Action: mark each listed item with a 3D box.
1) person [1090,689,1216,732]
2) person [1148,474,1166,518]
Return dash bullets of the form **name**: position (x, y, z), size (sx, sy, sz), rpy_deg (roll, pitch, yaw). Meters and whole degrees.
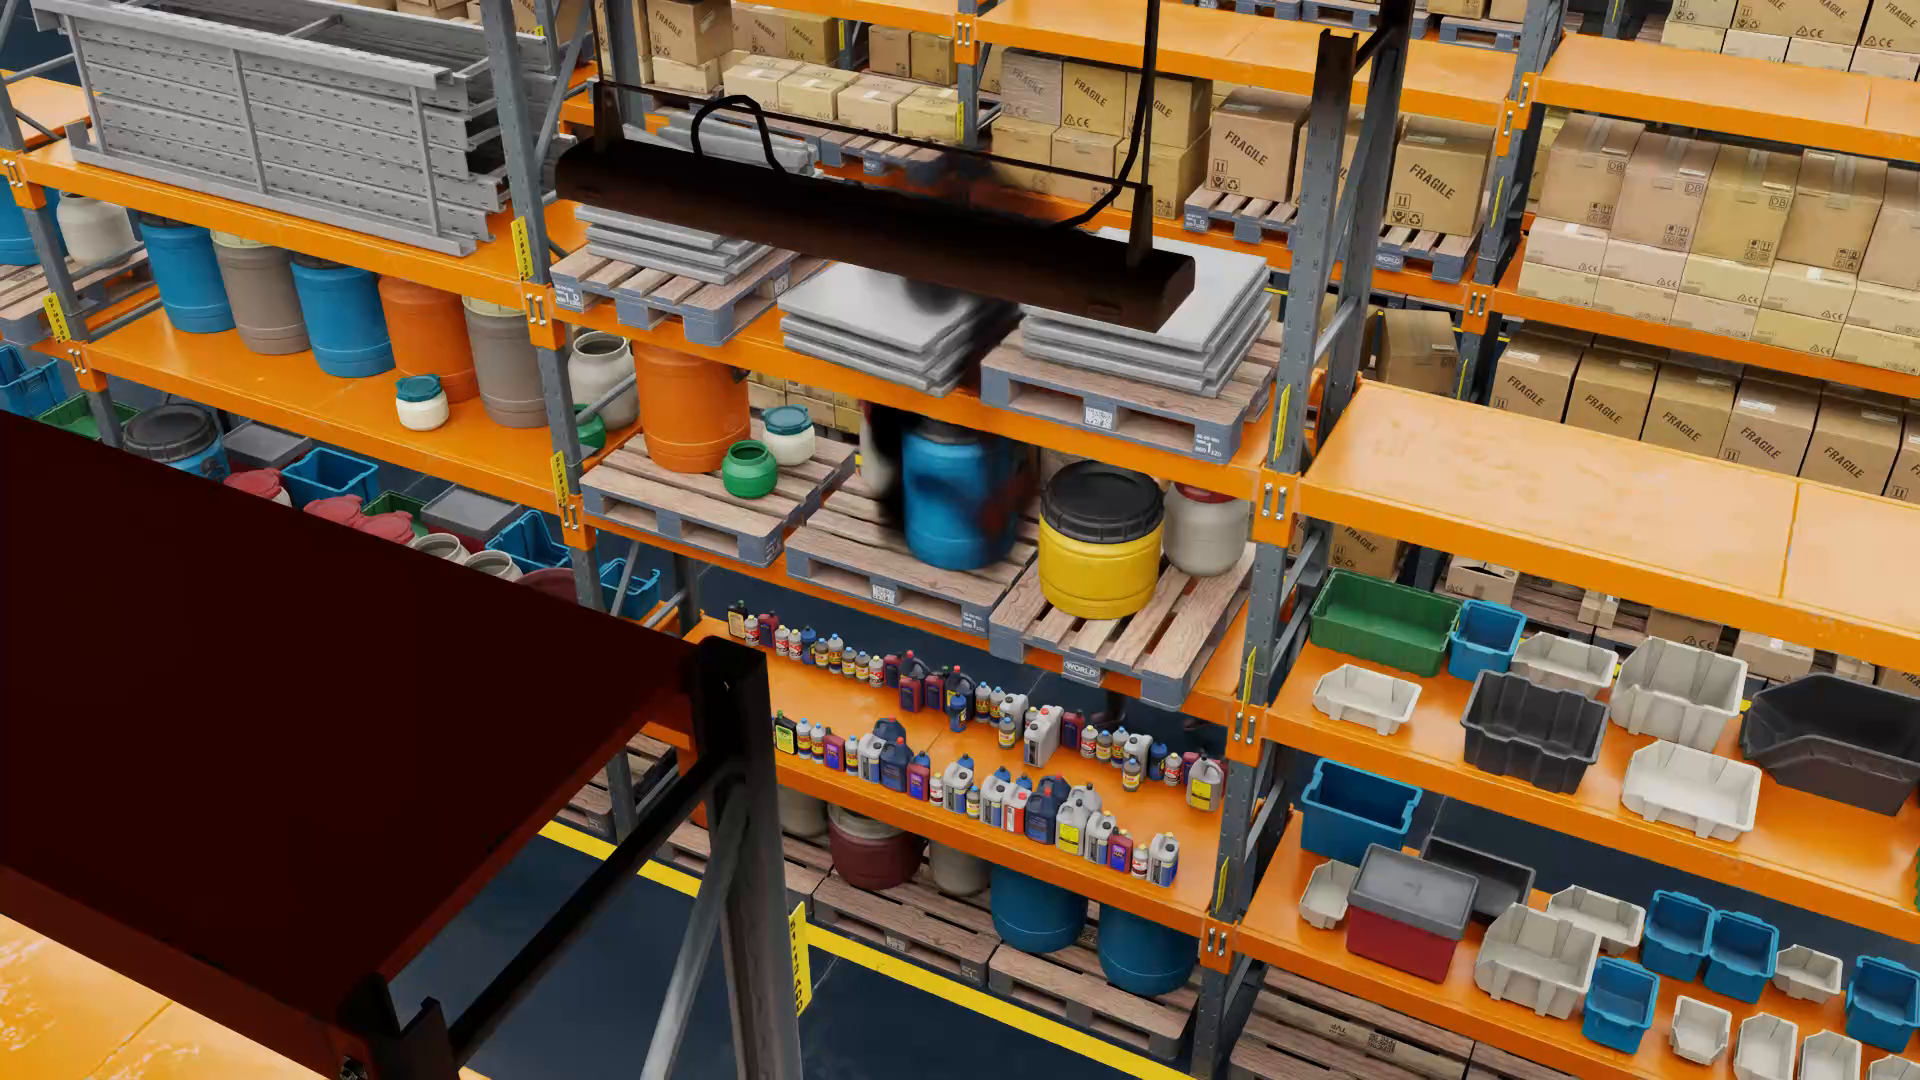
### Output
- **person**: position (1.353, 0.724, 11.423), size (0.896, 1.687, 0.572), rpy_deg (20, 40, 26)
- **person**: position (1.440, 0.242, 12.126), size (0.808, 1.663, 0.689), rpy_deg (-10, 36, -13)
